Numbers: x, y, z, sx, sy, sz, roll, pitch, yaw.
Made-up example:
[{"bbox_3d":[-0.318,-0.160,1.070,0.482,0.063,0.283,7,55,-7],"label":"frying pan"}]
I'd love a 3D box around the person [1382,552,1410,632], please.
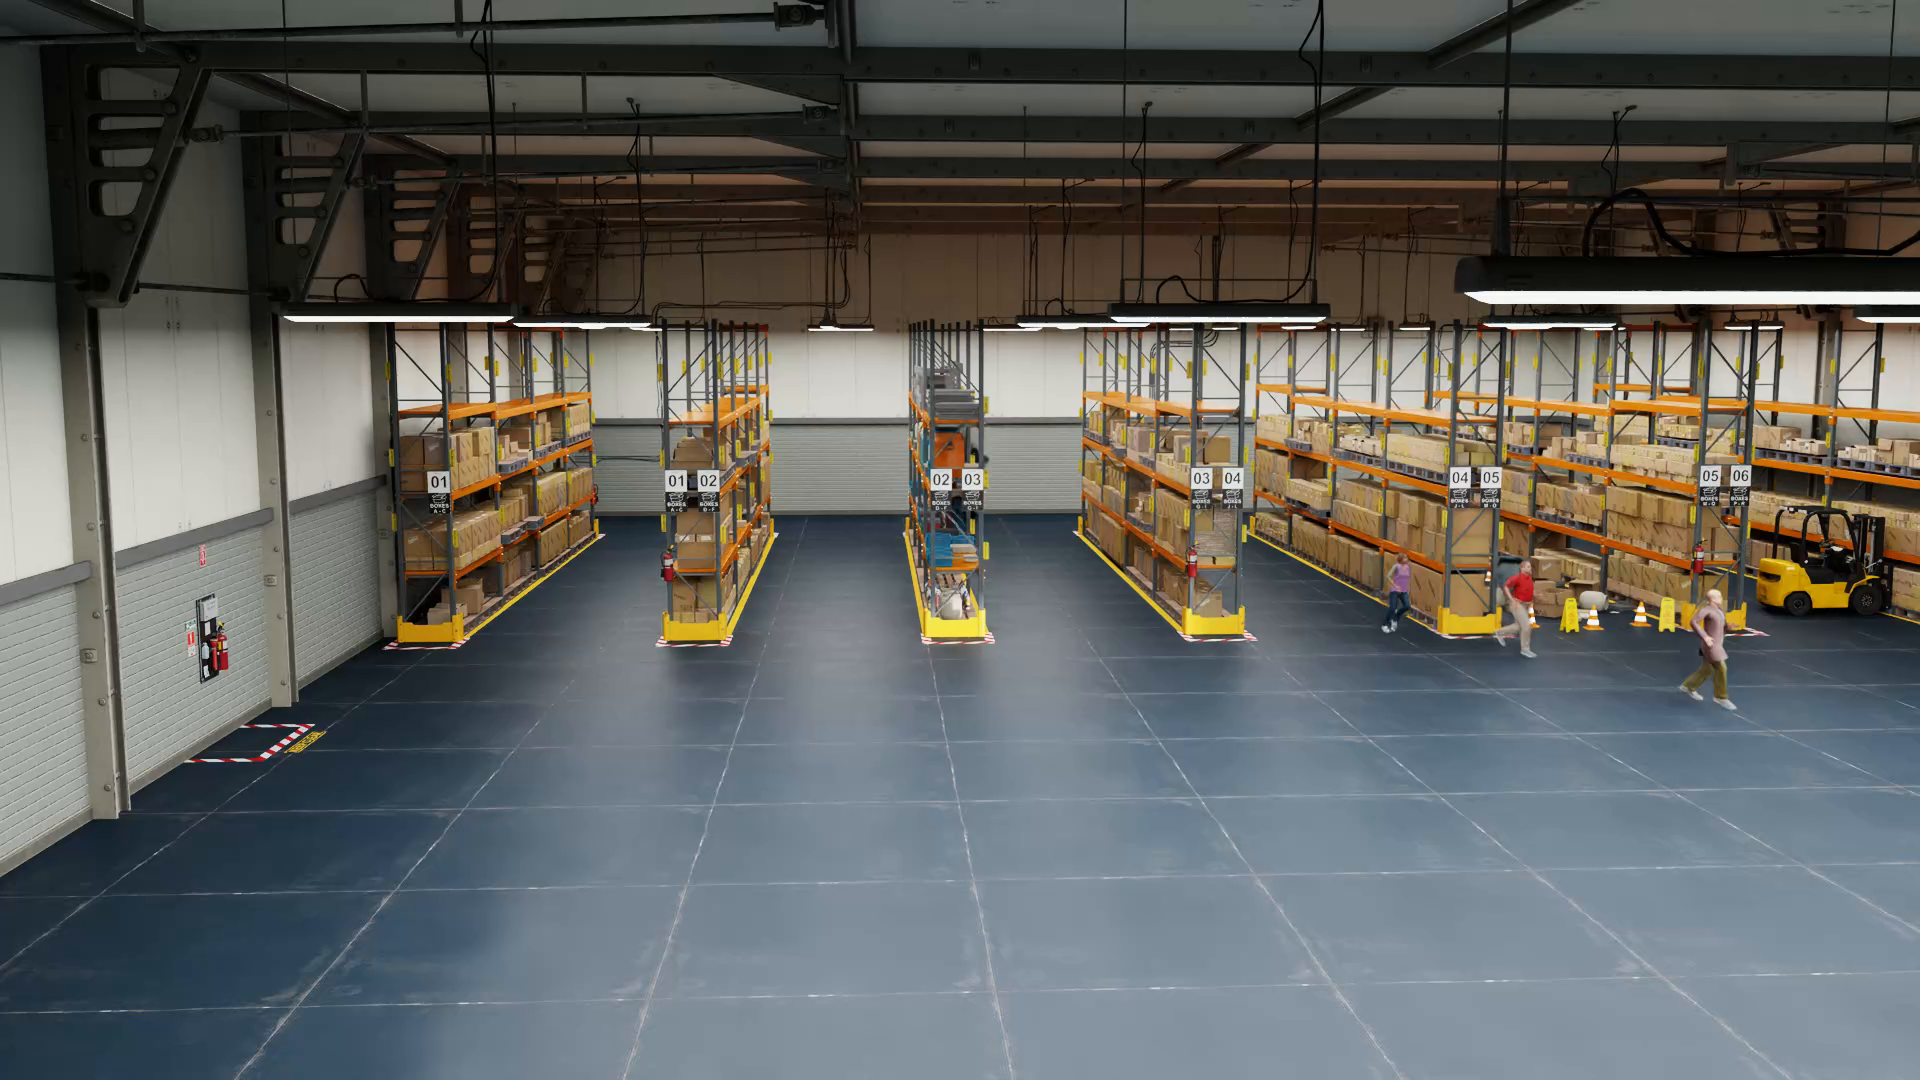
[{"bbox_3d":[8.478,1.005,32.038,0.602,1.548,0.542,-2,7,-19],"label":"person"}]

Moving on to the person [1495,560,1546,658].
[{"bbox_3d":[10.000,1.208,29.860,0.643,1.718,0.905,-7,10,-43],"label":"person"}]

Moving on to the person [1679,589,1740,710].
[{"bbox_3d":[11.611,1.663,25.722,0.877,1.819,0.694,5,9,36],"label":"person"}]
